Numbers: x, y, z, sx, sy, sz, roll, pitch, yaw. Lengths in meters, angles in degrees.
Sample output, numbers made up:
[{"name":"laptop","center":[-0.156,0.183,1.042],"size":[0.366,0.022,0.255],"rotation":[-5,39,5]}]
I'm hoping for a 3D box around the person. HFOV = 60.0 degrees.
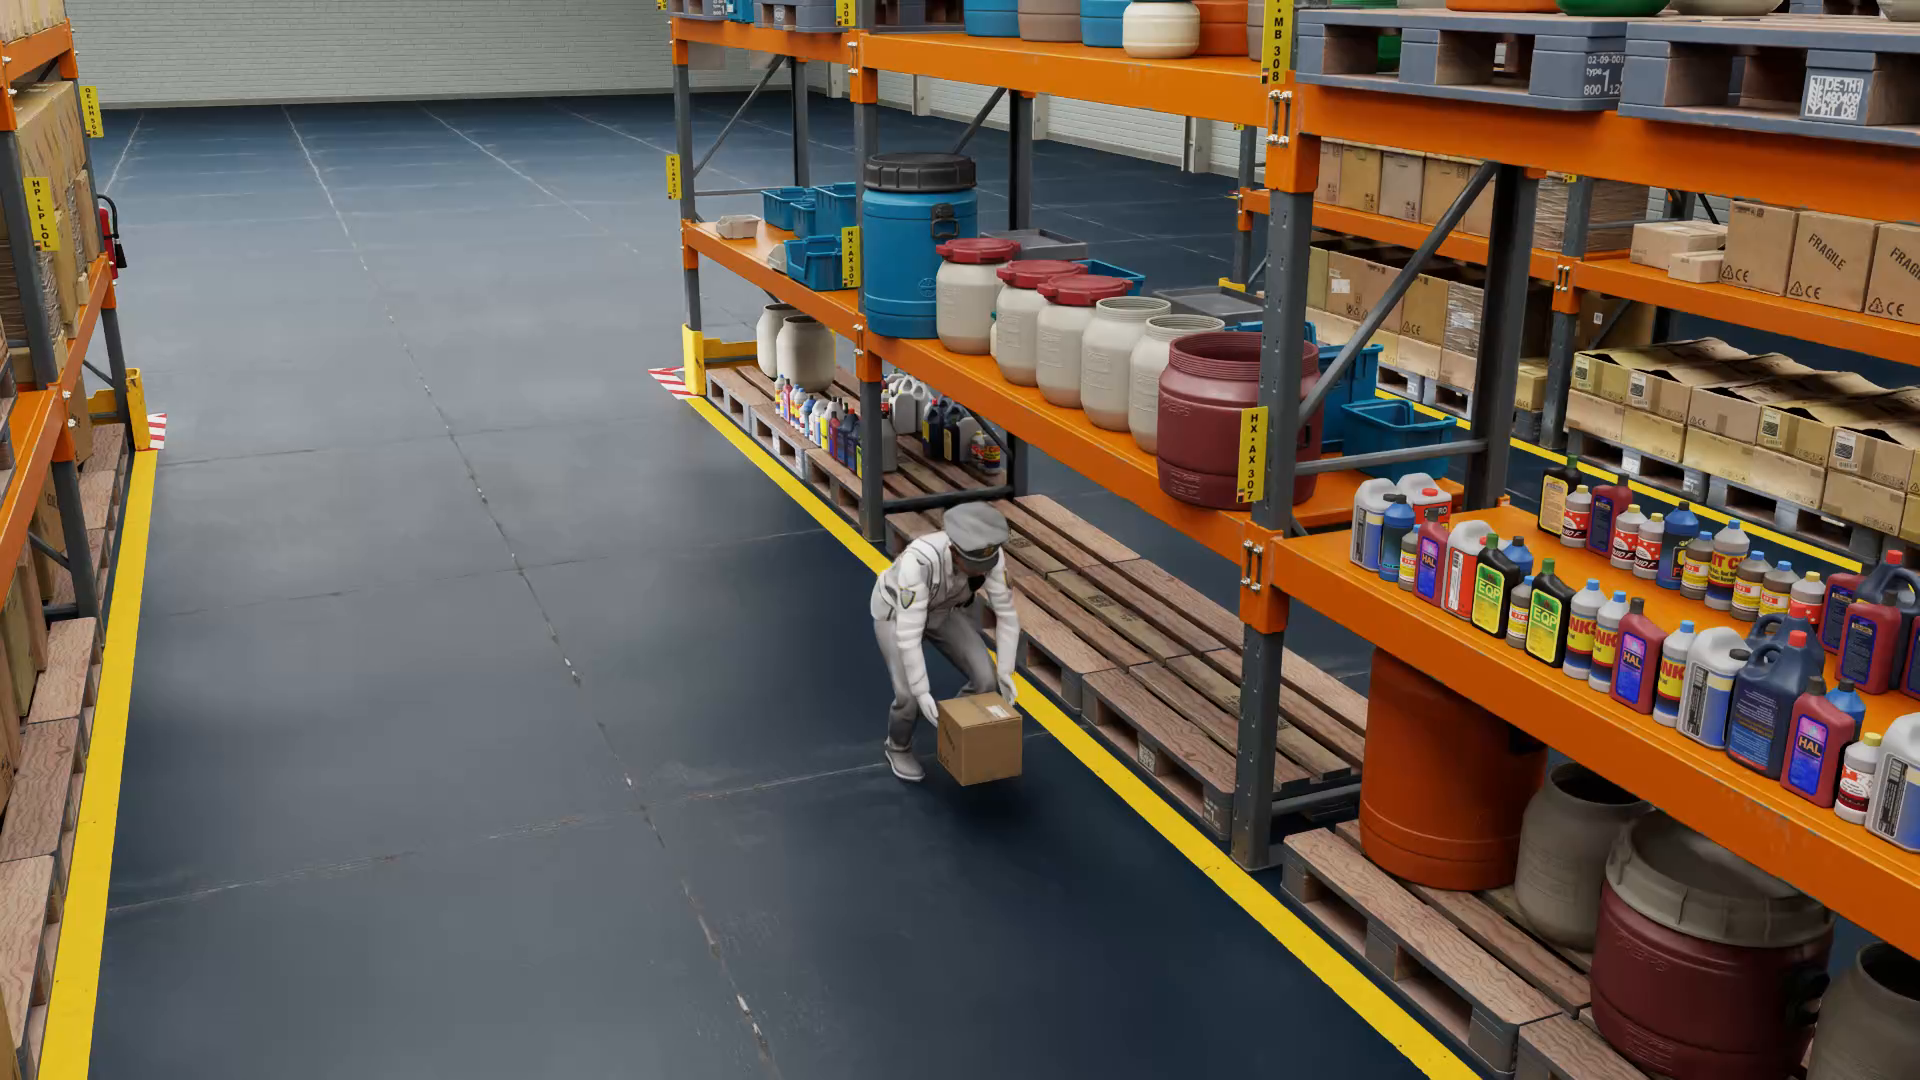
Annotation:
[{"name":"person","center":[-0.052,0.382,6.656],"size":[0.527,1.213,0.780],"rotation":[-8,21,-22]}]
